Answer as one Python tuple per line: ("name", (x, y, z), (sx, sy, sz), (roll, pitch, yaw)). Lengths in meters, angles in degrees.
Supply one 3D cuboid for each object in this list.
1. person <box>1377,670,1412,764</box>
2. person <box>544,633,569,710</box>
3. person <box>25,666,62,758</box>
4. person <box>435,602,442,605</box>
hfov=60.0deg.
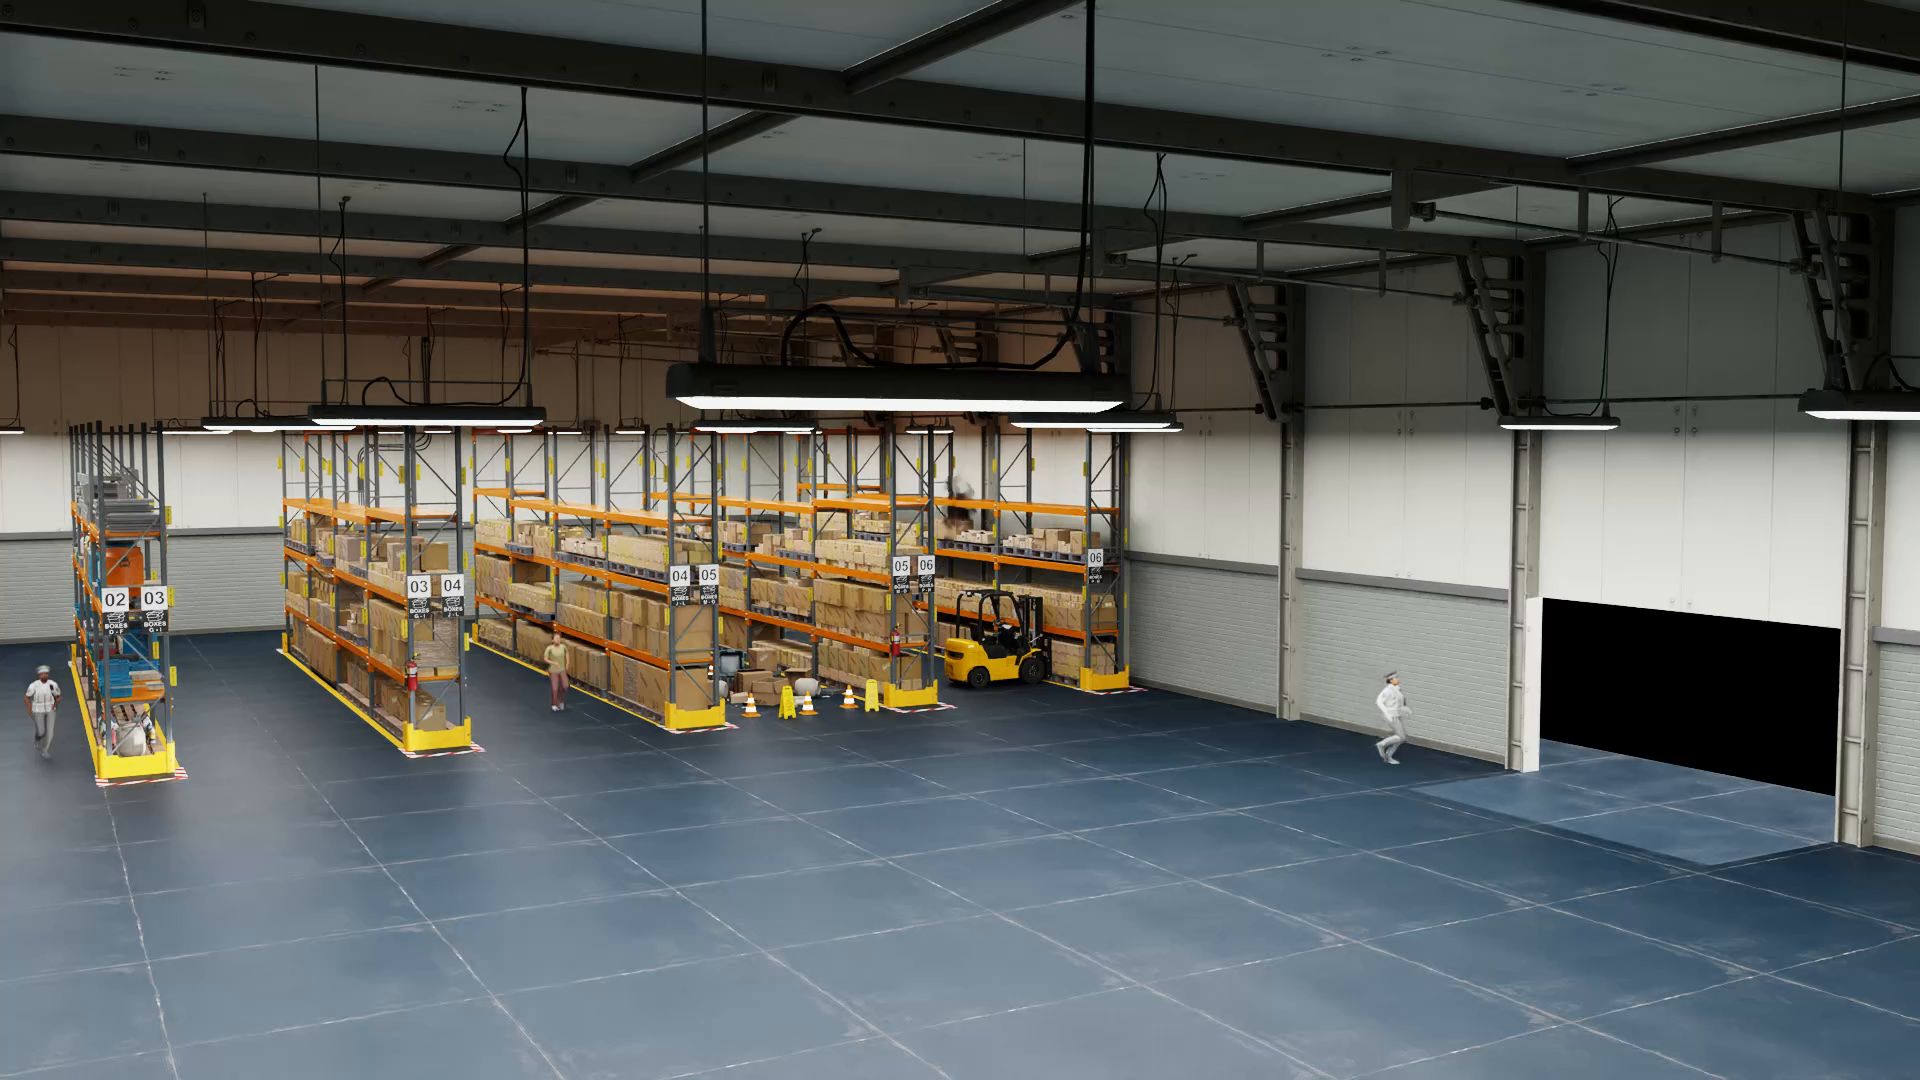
("person", (7.613, 3.097, 29.116), (0.548, 1.653, 0.622), (3, 4, 37))
("person", (-8.375, 2.749, 34.672), (0.596, 1.641, 0.604), (-2, 4, -34))
("person", (-16.350, 3.068, 29.696), (0.575, 1.652, 0.559), (-3, 4, -36))
("person", (-14.070, 2.105, 44.907), (0.672, 1.726, 0.843), (-2, 4, -28))
